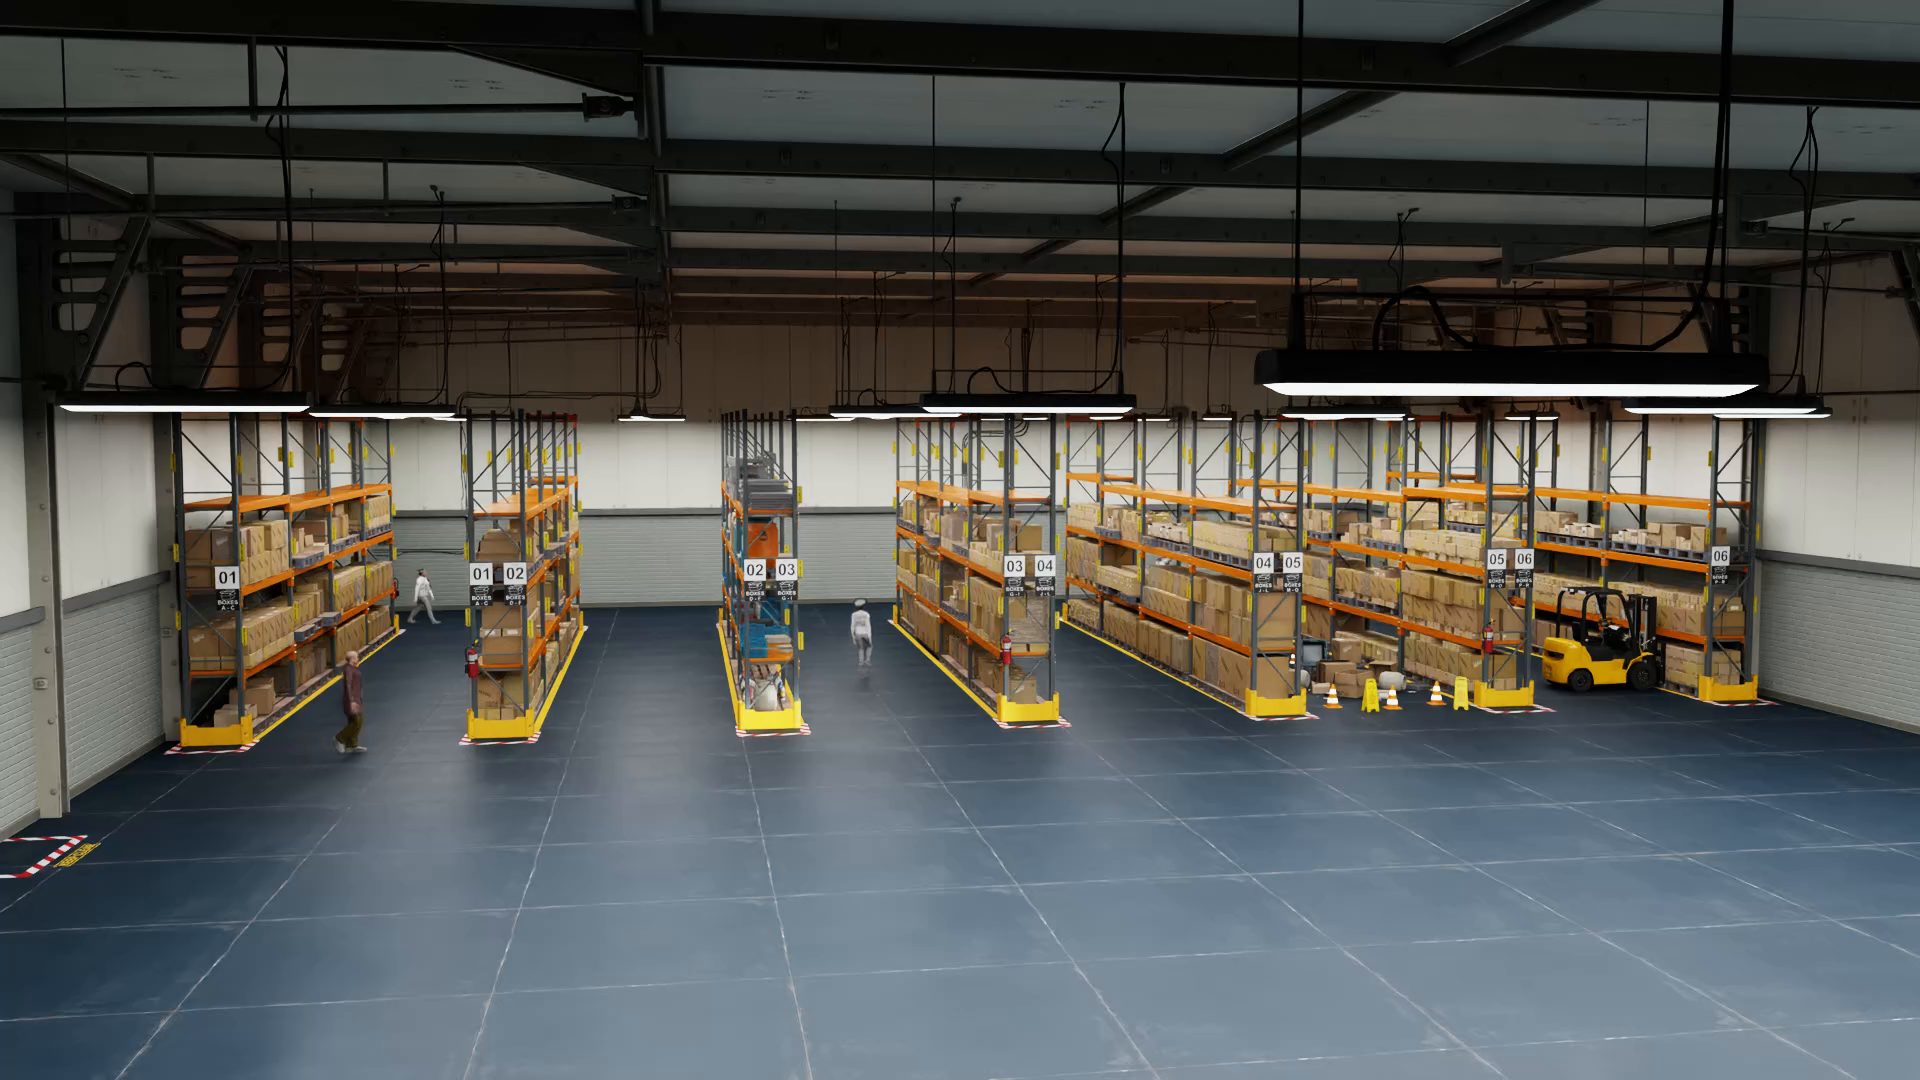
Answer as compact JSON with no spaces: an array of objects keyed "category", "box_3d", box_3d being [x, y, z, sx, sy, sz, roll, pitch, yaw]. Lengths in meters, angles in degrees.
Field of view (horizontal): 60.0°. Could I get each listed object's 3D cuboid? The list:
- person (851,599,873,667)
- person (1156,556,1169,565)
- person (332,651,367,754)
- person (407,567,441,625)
[{"category":"person","box_3d":[-2.224,2.119,37.633,0.497,1.565,0.554,0,4,2]},{"category":"person","box_3d":[6.461,1.159,52.942,0.968,1.741,0.528,-1,4,-20]},{"category":"person","box_3d":[-10.580,2.805,28.798,0.567,1.777,0.608,-1,4,-11]},{"category":"person","box_3d":[-15.289,1.590,47.390,1.028,1.636,0.490,0,4,0]}]
